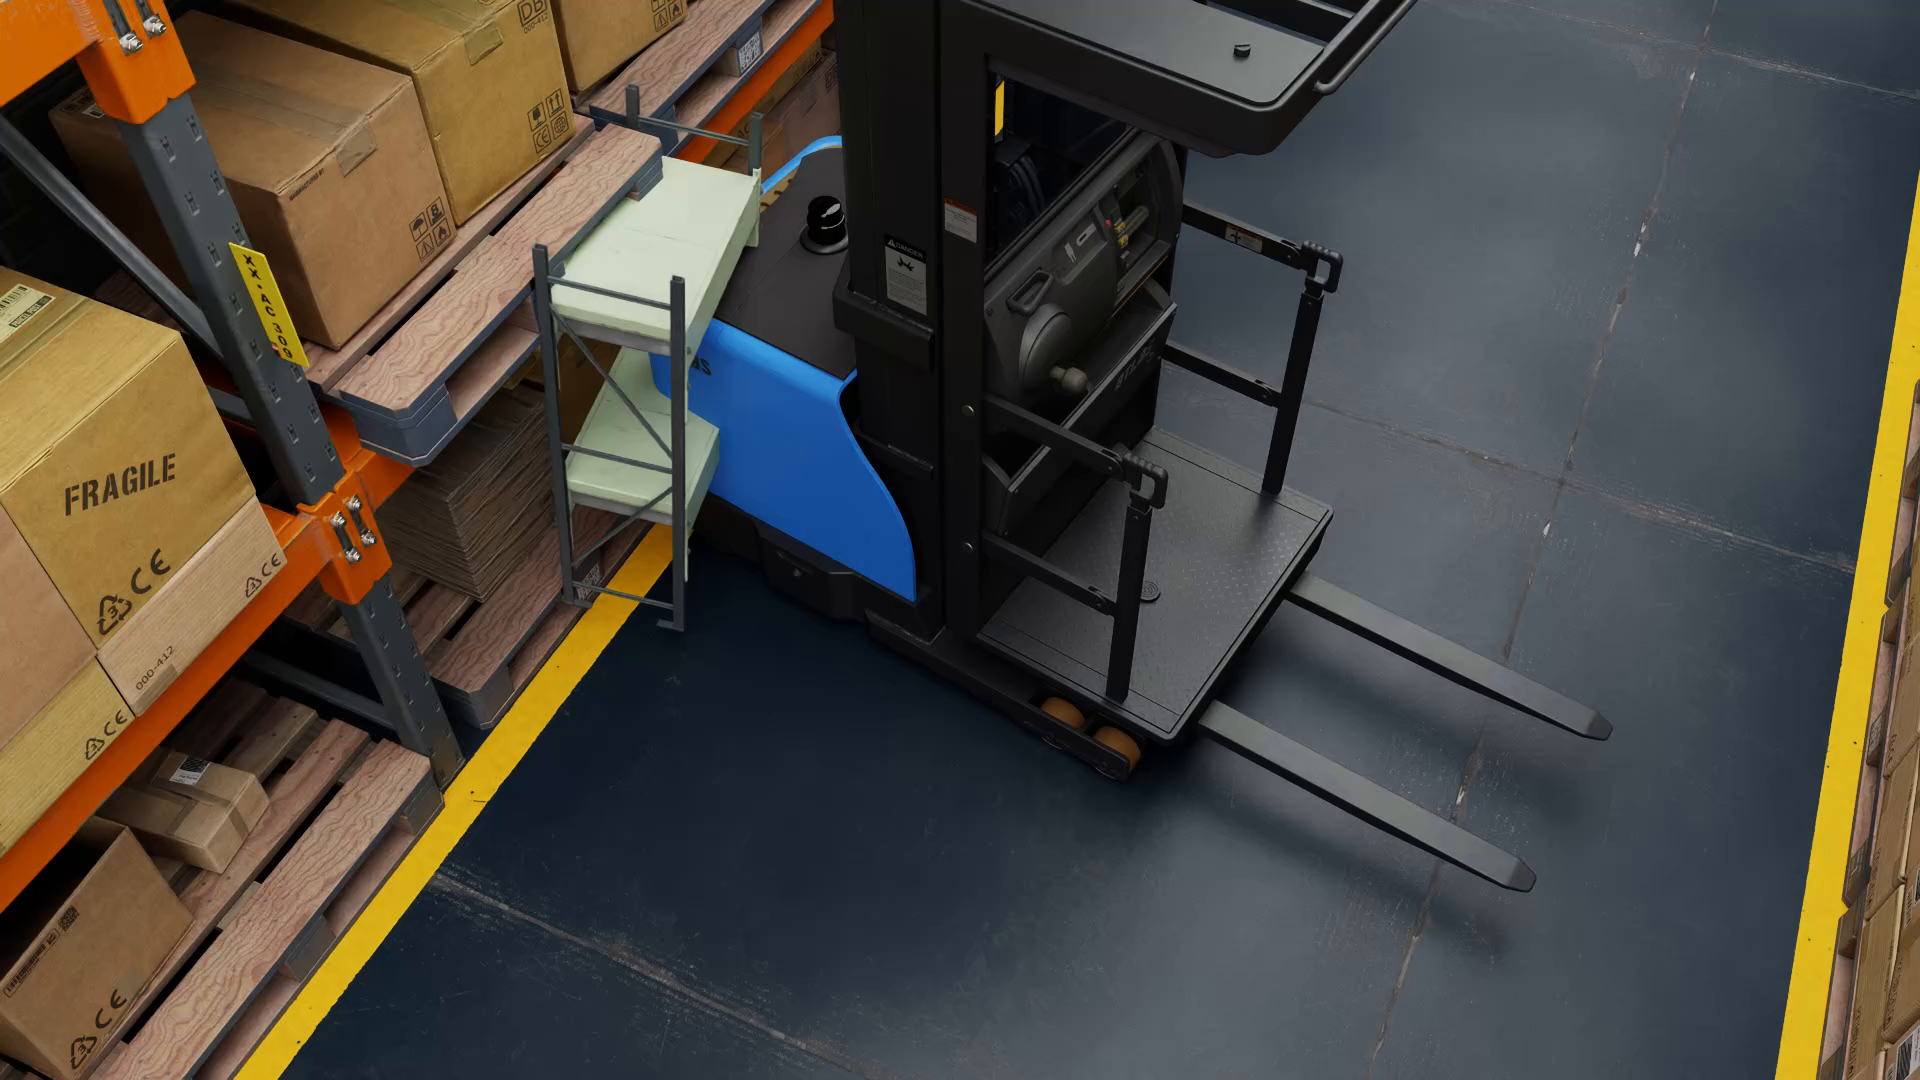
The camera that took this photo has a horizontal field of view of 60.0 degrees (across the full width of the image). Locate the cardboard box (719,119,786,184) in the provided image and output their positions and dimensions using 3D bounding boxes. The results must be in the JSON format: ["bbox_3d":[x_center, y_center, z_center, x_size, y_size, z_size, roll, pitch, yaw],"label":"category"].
[{"bbox_3d":[-1.073,-1.309,6.246,0.700,0.500,0.500,20,52,16],"label":"cardboard box"}]

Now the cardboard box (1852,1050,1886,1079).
[{"bbox_3d":[2.386,1.582,3.964,0.500,0.250,0.500,19,52,16],"label":"cardboard box"}]

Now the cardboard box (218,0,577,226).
[{"bbox_3d":[-1.516,-1.299,4.532,0.700,0.500,0.500,25,54,20],"label":"cardboard box"}]

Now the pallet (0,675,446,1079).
[{"bbox_3d":[-2.264,0.975,4.782,1.003,0.211,1.213,20,52,16],"label":"pallet"}]

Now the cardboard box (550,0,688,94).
[{"bbox_3d":[-1.263,-1.763,4.926,0.700,0.500,0.500,27,55,21],"label":"cardboard box"}]

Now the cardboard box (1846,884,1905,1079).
[{"bbox_3d":[2.604,1.234,4.260,0.500,0.250,0.500,19,52,16],"label":"cardboard box"}]

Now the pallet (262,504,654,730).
[{"bbox_3d":[-1.678,-0.036,5.642,1.003,0.211,1.213,20,52,16],"label":"pallet"}]

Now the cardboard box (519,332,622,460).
[{"bbox_3d":[-1.534,-0.620,5.660,0.700,0.500,0.500,19,52,15],"label":"cardboard box"}]

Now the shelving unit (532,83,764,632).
[{"bbox_3d":[-0.921,-0.503,5.061,0.431,1.500,0.755,13,50,2],"label":"shelving unit"}]

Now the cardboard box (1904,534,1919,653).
[{"bbox_3d":[3.260,0.179,5.158,0.500,0.250,0.500,19,52,15],"label":"cardboard box"}]

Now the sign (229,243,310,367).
[{"bbox_3d":[-1.515,-0.512,3.648,0.100,0.325,0.005,20,52,16],"label":"sign"}]

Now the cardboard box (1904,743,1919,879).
[{"bbox_3d":[2.817,0.704,4.342,0.500,0.311,0.500,20,52,16],"label":"cardboard box"}]

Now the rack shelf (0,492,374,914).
[{"bbox_3d":[-2.864,1.208,3.225,1.077,0.370,4.000,20,52,16],"label":"rack shelf"}]

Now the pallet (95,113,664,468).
[{"bbox_3d":[-1.551,-0.819,4.604,1.003,0.211,1.213,20,52,16],"label":"pallet"}]

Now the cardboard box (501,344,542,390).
[{"bbox_3d":[-1.525,-0.795,5.317,0.500,0.250,0.500,19,52,15],"label":"cardboard box"}]

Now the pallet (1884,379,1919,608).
[{"bbox_3d":[3.793,-0.090,5.688,1.003,0.211,1.213,20,52,16],"label":"pallet"}]

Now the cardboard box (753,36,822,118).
[{"bbox_3d":[-0.861,-1.848,6.213,0.500,0.250,0.500,21,53,17],"label":"cardboard box"}]

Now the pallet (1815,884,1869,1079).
[{"bbox_3d":[2.751,1.590,4.258,1.003,0.211,1.213,20,52,16],"label":"pallet"}]

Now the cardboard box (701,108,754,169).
[{"bbox_3d":[-1.076,-1.492,5.910,0.500,0.250,0.500,20,52,16],"label":"cardboard box"}]

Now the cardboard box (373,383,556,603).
[{"bbox_3d":[-1.710,-0.247,5.343,0.700,0.500,0.500,21,53,17],"label":"cardboard box"}]

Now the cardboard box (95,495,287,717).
[{"bbox_3d":[-1.937,0.064,3.811,0.500,0.250,0.500,20,52,16],"label":"cardboard box"}]

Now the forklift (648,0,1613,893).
[{"bbox_3d":[0.518,-0.682,4.406,3.031,2.935,1.130,27,55,21],"label":"forklift"}]

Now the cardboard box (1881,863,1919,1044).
[{"bbox_3d":[2.602,1.047,4.051,0.500,0.311,0.500,21,53,17],"label":"cardboard box"}]

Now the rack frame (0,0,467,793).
[{"bbox_3d":[-2.009,-0.403,4.123,1.000,3.000,0.127,20,52,16],"label":"rack frame"}]

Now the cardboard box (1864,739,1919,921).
[{"bbox_3d":[2.822,0.882,4.560,0.500,0.250,0.500,21,53,17],"label":"cardboard box"}]

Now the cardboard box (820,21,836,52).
[{"bbox_3d":[-0.561,-1.977,6.815,0.700,0.500,0.500,20,53,17],"label":"cardboard box"}]

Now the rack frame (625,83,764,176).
[{"bbox_3d":[-0.849,-0.772,5.297,0.400,1.500,0.023,13,50,2],"label":"rack frame"}]

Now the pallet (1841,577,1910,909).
[{"bbox_3d":[3.271,0.747,4.976,1.003,0.211,1.213,20,52,16],"label":"pallet"}]

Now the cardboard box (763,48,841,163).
[{"bbox_3d":[-0.886,-1.660,6.545,0.700,0.500,0.500,20,52,16],"label":"cardboard box"}]

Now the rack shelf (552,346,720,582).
[{"bbox_3d":[-0.962,-0.296,5.310,0.431,0.370,0.720,13,50,2],"label":"rack shelf"}]

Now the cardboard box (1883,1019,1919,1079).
[{"bbox_3d":[2.385,1.408,3.744,0.500,0.311,0.500,20,52,16],"label":"cardboard box"}]

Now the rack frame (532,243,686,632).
[{"bbox_3d":[-0.993,-0.233,4.824,0.400,1.500,0.023,13,50,2],"label":"rack frame"}]

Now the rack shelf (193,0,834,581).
[{"bbox_3d":[-1.155,-1.547,5.569,1.077,0.370,4.000,20,52,16],"label":"rack shelf"}]

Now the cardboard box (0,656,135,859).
[{"bbox_3d":[-2.158,0.405,3.521,0.500,0.250,0.500,20,52,16],"label":"cardboard box"}]

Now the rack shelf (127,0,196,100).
[{"bbox_3d":[-1.155,-2.519,4.427,1.077,0.370,4.000,20,52,16],"label":"rack shelf"}]

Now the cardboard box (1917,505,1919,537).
[{"bbox_3d":[3.477,-0.181,5.464,0.500,0.250,0.500,18,52,15],"label":"cardboard box"}]

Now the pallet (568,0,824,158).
[{"bbox_3d":[-1.109,-1.718,5.369,1.003,0.211,1.213,20,52,16],"label":"pallet"}]

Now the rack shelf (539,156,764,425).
[{"bbox_3d":[-0.872,-0.750,4.763,0.431,0.370,0.720,13,50,2],"label":"rack shelf"}]

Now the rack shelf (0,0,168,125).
[{"bbox_3d":[-2.864,0.236,2.083,1.077,0.370,4.000,20,52,16],"label":"rack shelf"}]

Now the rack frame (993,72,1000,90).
[{"bbox_3d":[-0.300,-3.157,6.467,1.000,3.000,0.127,20,52,16],"label":"rack frame"}]

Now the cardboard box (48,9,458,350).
[{"bbox_3d":[-1.761,-0.917,4.206,0.700,0.500,0.500,20,52,16],"label":"cardboard box"}]

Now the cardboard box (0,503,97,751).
[{"bbox_3d":[-2.139,0.168,3.230,0.500,0.500,0.500,20,52,16],"label":"cardboard box"}]

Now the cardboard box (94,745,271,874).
[{"bbox_3d":[-2.211,0.751,4.713,0.380,0.166,0.250,14,51,11],"label":"cardboard box"}]

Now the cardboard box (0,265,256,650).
[{"bbox_3d":[-1.931,-0.177,3.524,0.500,0.500,0.500,20,52,16],"label":"cardboard box"}]

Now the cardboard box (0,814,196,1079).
[{"bbox_3d":[-2.416,0.993,4.288,0.500,0.500,0.500,16,52,13],"label":"cardboard box"}]

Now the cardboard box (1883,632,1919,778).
[{"bbox_3d":[3.041,0.532,4.858,0.500,0.250,0.500,21,53,17],"label":"cardboard box"}]
